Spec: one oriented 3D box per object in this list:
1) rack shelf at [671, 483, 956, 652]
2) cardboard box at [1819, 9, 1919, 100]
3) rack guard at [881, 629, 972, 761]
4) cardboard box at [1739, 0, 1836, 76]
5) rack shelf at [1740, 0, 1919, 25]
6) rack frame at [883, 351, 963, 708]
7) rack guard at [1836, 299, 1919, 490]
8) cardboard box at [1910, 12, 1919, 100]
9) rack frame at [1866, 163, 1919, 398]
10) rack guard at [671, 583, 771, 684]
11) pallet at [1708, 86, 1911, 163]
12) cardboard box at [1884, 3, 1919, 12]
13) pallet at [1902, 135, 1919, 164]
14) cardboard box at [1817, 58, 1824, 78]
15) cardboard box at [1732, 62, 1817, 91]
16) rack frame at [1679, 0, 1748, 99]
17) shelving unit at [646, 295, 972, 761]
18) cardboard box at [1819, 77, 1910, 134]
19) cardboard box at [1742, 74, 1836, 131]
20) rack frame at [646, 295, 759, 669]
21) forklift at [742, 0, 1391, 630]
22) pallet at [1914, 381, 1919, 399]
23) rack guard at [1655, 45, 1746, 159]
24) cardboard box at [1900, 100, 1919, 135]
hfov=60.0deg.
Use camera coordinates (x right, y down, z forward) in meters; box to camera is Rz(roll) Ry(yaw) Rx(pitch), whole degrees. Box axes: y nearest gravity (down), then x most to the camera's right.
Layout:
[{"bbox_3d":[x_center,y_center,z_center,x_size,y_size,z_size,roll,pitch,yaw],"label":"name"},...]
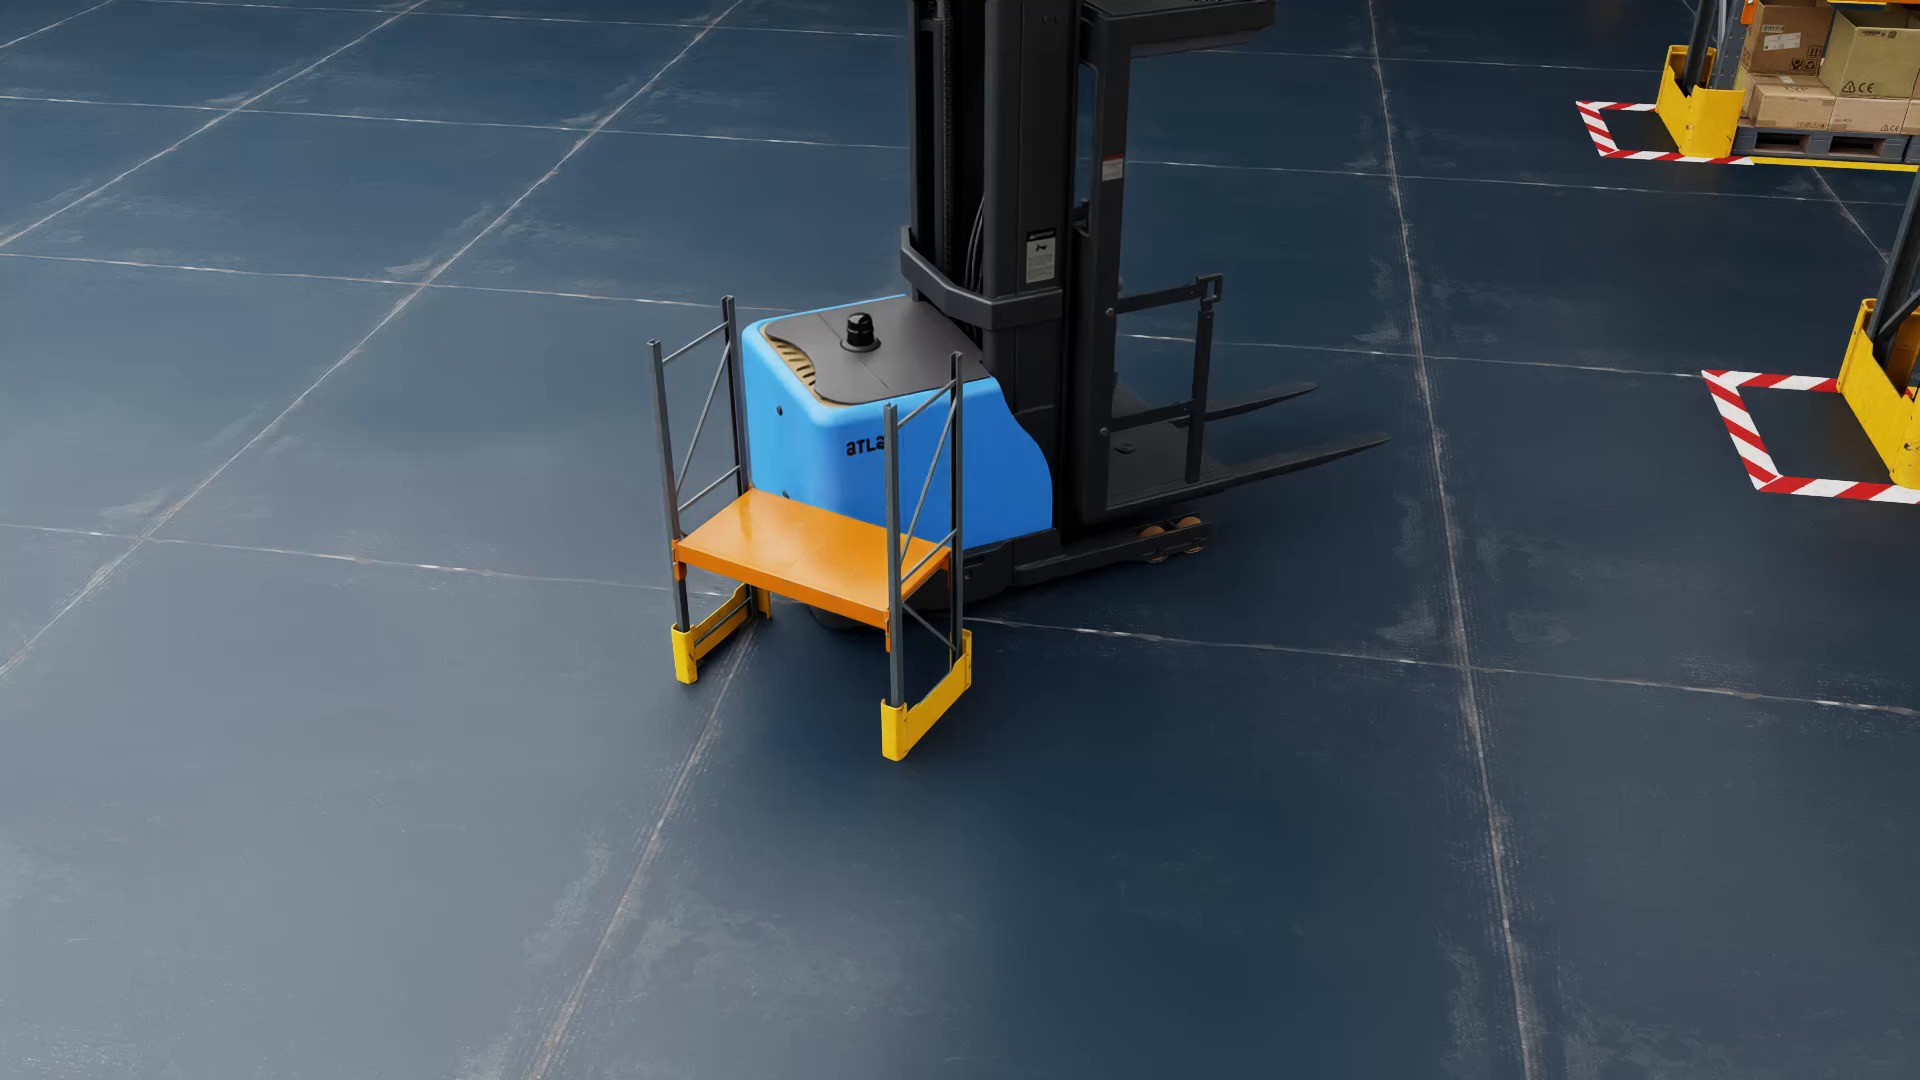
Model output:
[{"bbox_3d":[-0.567,0.091,6.529,1.000,0.185,0.538,17,36,25],"label":"rack shelf"},{"bbox_3d":[6.605,-3.512,12.023,0.500,0.500,0.500,5,32,8],"label":"cardboard box"},{"bbox_3d":[-0.126,0.601,6.554,0.087,0.250,0.587,17,36,25],"label":"rack guard"},{"bbox_3d":[6.199,-3.828,12.527,0.500,0.500,0.500,5,32,8],"label":"cardboard box"},{"bbox_3d":[7.592,-3.906,11.842,4.000,0.370,1.077,5,32,8],"label":"rack shelf"},{"bbox_3d":[-0.125,0.072,6.221,0.032,1.500,0.500,17,36,25],"label":"rack frame"},{"bbox_3d":[4.866,-0.758,8.489,0.348,0.500,1.175,5,32,8],"label":"rack guard"},{"bbox_3d":[7.100,-3.474,11.963,0.500,0.500,0.500,5,32,8],"label":"cardboard box"},{"bbox_3d":[4.784,-1.799,7.798,0.127,3.000,1.000,5,32,8],"label":"rack frame"},{"bbox_3d":[-0.993,0.341,6.970,0.087,0.250,0.587,17,36,25],"label":"rack guard"},{"bbox_3d":[6.382,-3.161,12.602,1.213,0.211,1.003,5,32,8],"label":"pallet"},{"bbox_3d":[7.188,-3.746,12.397,0.500,0.500,0.500,5,32,8],"label":"cardboard box"},{"bbox_3d":[7.581,-3.051,12.426,1.213,0.211,1.003,5,32,8],"label":"pallet"},{"bbox_3d":[6.694,-3.471,12.663,0.500,0.250,0.500,5,32,8],"label":"cardboard box"},{"bbox_3d":[6.199,-3.509,12.725,0.500,0.250,0.500,5,32,8],"label":"cardboard box"},{"bbox_3d":[5.621,-4.390,11.936,0.127,3.000,1.000,5,32,8],"label":"rack frame"},{"bbox_3d":[-0.560,-0.059,6.430,1.083,1.500,0.587,17,36,25],"label":"shelving unit"},{"bbox_3d":[6.605,-3.195,12.224,0.500,0.250,0.500,5,32,8],"label":"cardboard box"},{"bbox_3d":[6.112,-3.238,12.292,0.500,0.250,0.500,5,32,8],"label":"cardboard box"},{"bbox_3d":[-1.010,-0.194,6.646,0.032,1.500,0.500,17,36,25],"label":"rack frame"},{"bbox_3d":[0.596,-1.377,7.187,3.031,2.935,1.130,-14,35,-21],"label":"forklift"},{"bbox_3d":[5.666,-0.560,8.446,1.213,0.211,1.003,5,32,8],"label":"pallet"},{"bbox_3d":[5.597,-3.332,12.603,0.348,0.500,1.175,5,32,8],"label":"rack guard"},{"bbox_3d":[7.098,-3.150,12.152,0.500,0.250,0.500,5,32,8],"label":"cardboard box"}]
